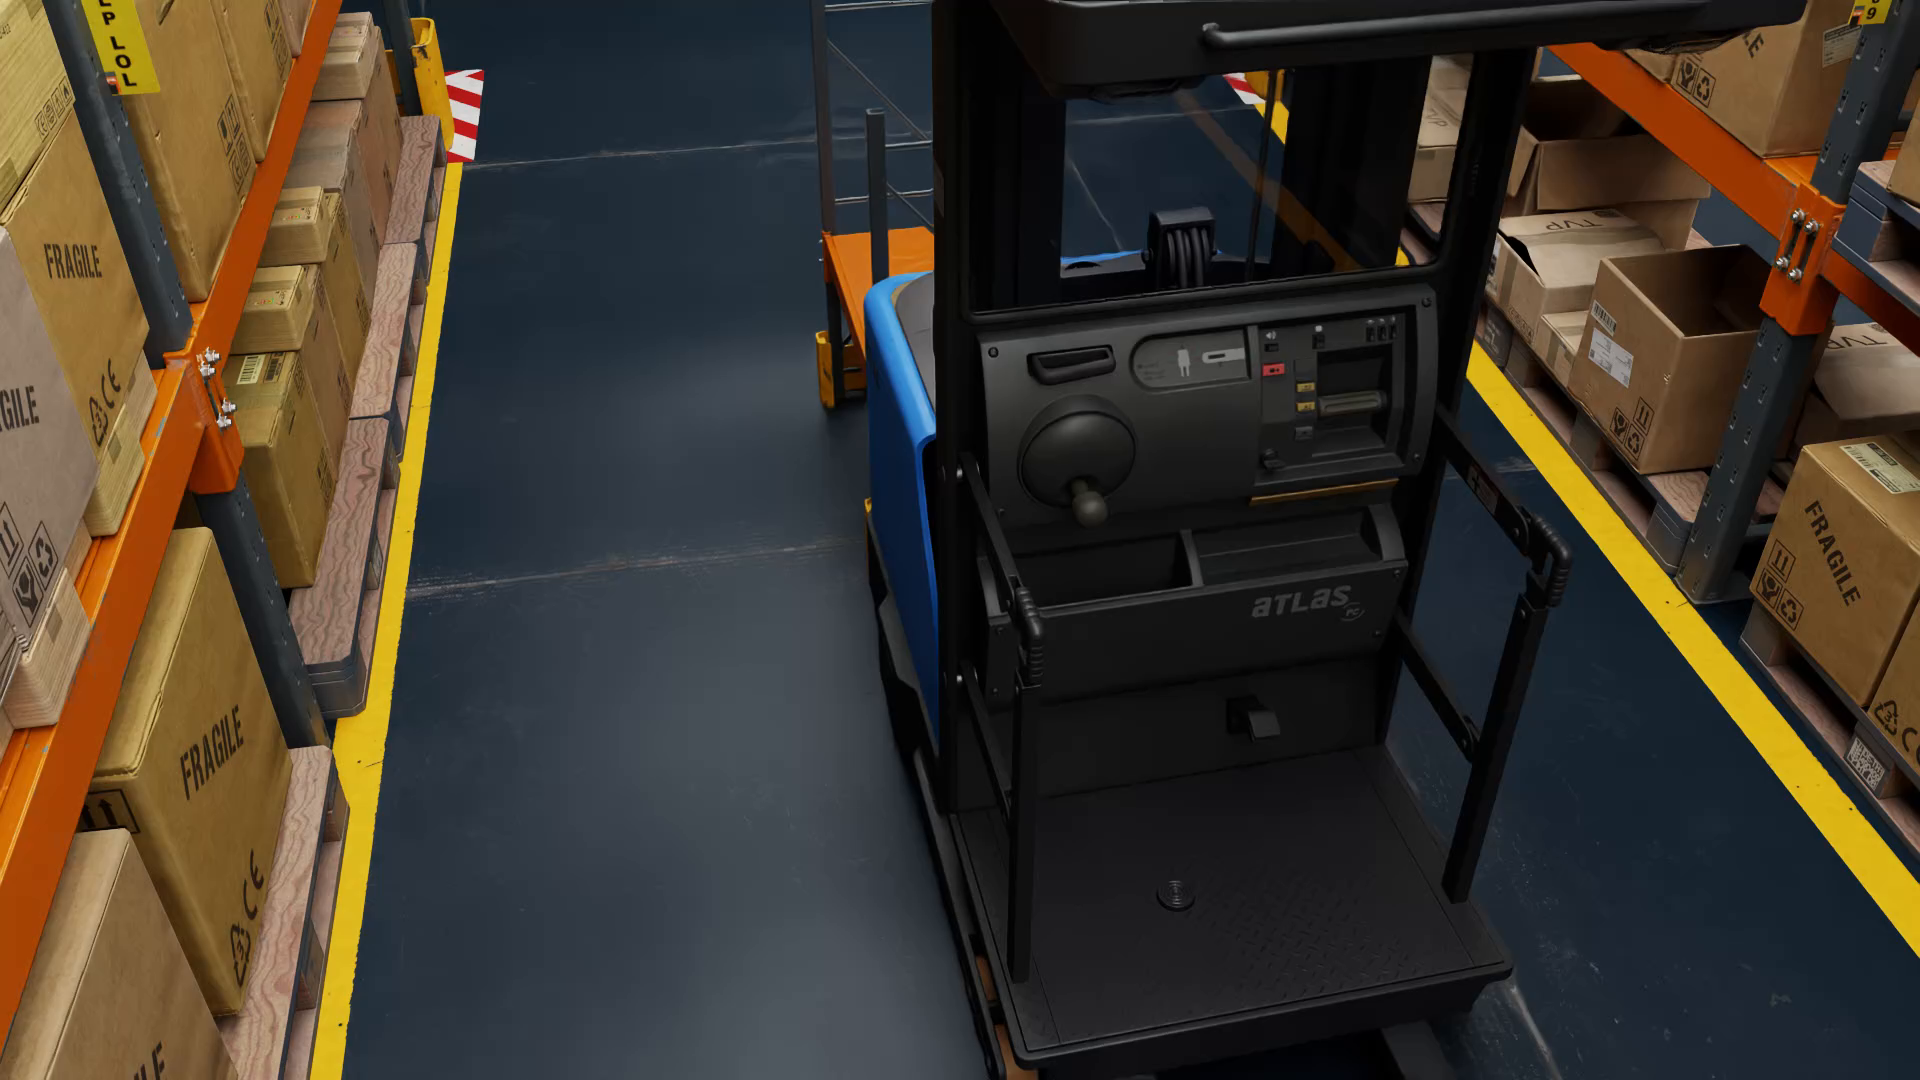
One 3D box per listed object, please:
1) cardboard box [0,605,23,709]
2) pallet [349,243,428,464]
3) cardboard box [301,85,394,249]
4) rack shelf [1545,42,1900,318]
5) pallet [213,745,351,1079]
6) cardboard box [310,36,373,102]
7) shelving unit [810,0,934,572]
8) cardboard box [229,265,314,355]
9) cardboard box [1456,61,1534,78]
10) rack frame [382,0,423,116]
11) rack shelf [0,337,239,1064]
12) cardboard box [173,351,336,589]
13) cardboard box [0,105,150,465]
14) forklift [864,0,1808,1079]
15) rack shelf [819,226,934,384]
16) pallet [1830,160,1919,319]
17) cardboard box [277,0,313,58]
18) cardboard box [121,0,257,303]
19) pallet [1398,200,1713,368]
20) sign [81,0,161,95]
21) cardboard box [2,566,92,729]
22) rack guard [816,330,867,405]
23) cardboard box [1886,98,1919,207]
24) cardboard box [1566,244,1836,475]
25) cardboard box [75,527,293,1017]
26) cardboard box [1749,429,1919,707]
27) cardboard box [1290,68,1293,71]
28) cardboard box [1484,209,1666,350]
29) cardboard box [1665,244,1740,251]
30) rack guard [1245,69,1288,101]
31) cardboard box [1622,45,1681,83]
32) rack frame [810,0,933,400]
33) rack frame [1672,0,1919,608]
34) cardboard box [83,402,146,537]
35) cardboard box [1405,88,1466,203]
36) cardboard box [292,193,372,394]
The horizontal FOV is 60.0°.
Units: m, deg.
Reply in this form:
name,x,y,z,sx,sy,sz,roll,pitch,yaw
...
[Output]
name,x,y,z,sx,sy,sz,roll,pitch,yaw
cardboard box,-1.686,0.161,2.258,0.500,0.500,0.500,-6,38,-8
pallet,-2.468,-0.642,5.905,1.003,0.211,1.213,-6,38,-8
cardboard box,-2.587,-1.418,6.325,0.700,0.500,0.500,-6,38,-8
rack shelf,2.331,-1.996,5.961,1.077,0.370,4.000,-6,38,-8
pallet,-1.985,1.022,3.763,1.003,0.211,1.213,-6,38,-8
cardboard box,-2.427,-1.764,6.242,0.380,0.149,0.250,-5,38,-7
shelving unit,-0.101,-0.832,5.098,0.587,1.500,1.083,-8,38,-10
cardboard box,-2.105,-0.661,4.823,0.380,0.149,0.250,-5,38,-6
cardboard box,2.301,-1.987,7.314,0.380,0.166,0.250,-6,38,-8
rack frame,-2.896,-2.953,6.607,1.000,3.000,0.127,-6,38,-8
rack shelf,-1.844,0.955,2.163,1.077,0.370,4.000,-6,38,-8
cardboard box,-2.224,-0.179,4.730,0.700,0.500,0.500,-6,38,-7
cardboard box,-1.865,-0.451,3.045,0.500,0.500,0.500,-7,38,-9
forklift,0.546,-0.188,3.103,1.130,2.935,3.031,-8,38,-10
rack shelf,-0.100,-0.684,5.201,0.538,0.185,1.000,-8,38,-10
pallet,2.715,-0.502,3.608,1.003,0.211,1.213,-6,38,-8
cardboard box,-2.533,-1.865,4.961,0.980,0.700,0.700,-8,39,-10
cardboard box,-2.273,-0.985,3.829,0.980,0.700,0.700,-6,38,-7
pallet,2.345,-1.124,6.526,1.003,0.211,1.213,-6,38,-8
sign,-1.662,-1.028,3.248,0.100,0.325,0.005,-6,38,-8
cardboard box,-1.684,0.192,2.746,0.380,0.149,0.250,-6,38,-8
rack guard,-0.208,-0.636,5.865,0.587,0.250,0.087,-8,38,-10
cardboard box,2.545,-0.968,3.627,0.700,0.500,0.500,-19,42,-23
cardboard box,2.303,-0.573,5.221,0.500,0.500,0.500,-6,38,-8
cardboard box,-1.952,0.524,3.540,0.750,0.750,0.750,-6,38,-7
cardboard box,2.527,0.059,4.408,0.500,0.500,0.500,-8,39,-10
cardboard box,1.716,-2.246,7.662,0.380,0.149,0.250,-6,38,-8
cardboard box,2.171,-0.951,5.862,0.500,0.311,0.500,-6,38,-8
cardboard box,2.660,-0.925,5.947,0.380,0.166,0.250,-6,38,-8
rack guard,1.994,-2.455,8.003,1.175,0.500,0.348,-6,38,-8
cardboard box,2.250,-1.697,4.908,0.500,0.500,0.500,-5,38,-7
rack frame,-0.208,-1.131,5.483,0.500,1.500,0.032,-8,38,-10
rack frame,2.682,-1.072,4.185,1.000,3.000,0.127,-6,38,-8
cardboard box,-1.789,-0.122,3.151,0.380,0.149,0.250,-6,38,-7
cardboard box,1.972,-1.613,6.764,0.500,0.250,0.500,-6,38,-8
cardboard box,-2.397,-0.793,5.521,0.700,0.500,0.500,-5,38,-7
